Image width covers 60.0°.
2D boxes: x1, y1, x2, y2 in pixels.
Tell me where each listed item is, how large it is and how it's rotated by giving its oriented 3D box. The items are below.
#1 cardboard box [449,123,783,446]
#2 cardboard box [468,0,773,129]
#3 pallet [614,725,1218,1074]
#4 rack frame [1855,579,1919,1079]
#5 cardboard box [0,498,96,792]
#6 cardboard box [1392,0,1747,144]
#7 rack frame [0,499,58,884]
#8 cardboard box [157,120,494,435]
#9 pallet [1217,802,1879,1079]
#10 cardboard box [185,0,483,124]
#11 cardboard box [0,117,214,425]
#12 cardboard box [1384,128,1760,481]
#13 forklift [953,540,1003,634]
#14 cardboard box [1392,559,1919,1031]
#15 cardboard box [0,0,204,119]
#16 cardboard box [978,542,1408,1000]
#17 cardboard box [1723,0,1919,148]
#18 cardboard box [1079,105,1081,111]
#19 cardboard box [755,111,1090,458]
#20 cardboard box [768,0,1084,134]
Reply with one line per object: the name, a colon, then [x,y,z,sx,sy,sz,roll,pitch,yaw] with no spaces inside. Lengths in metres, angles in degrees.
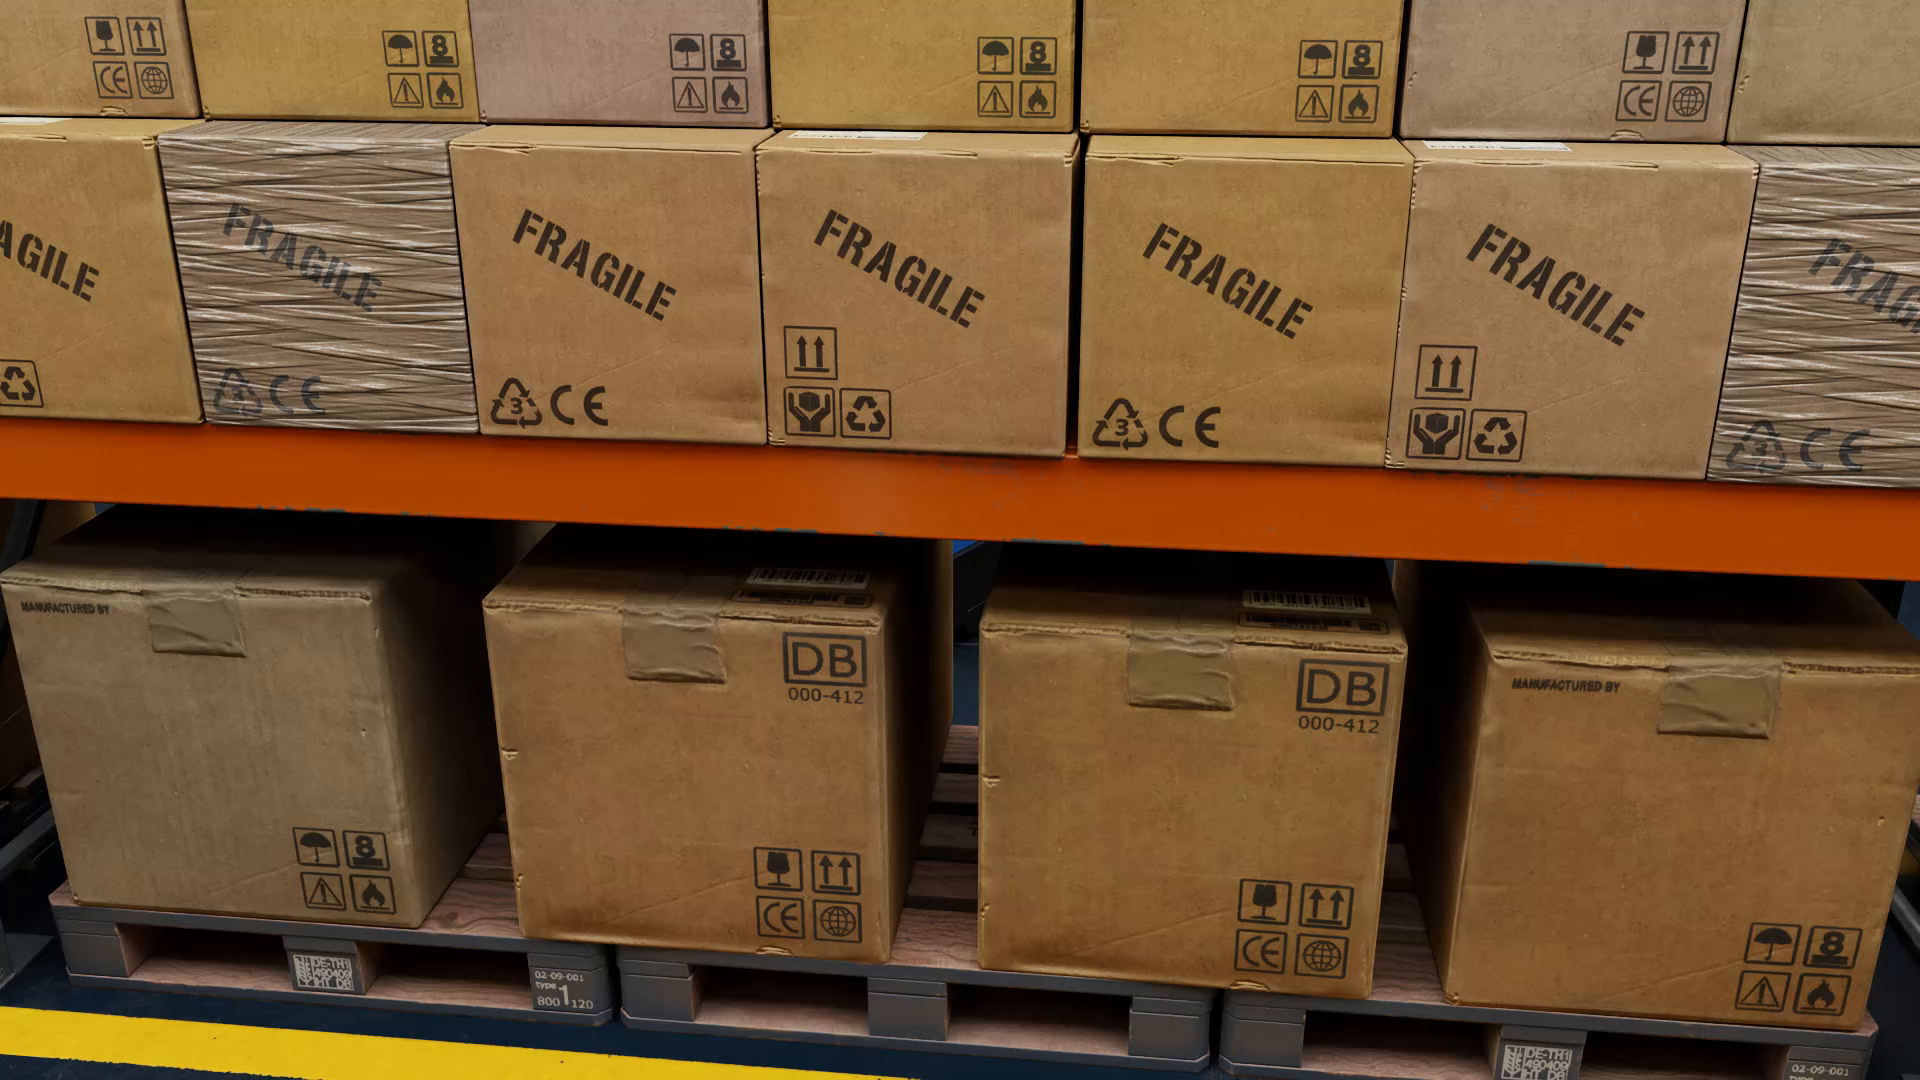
cardboard box: [-0.547,-0.489,2.962,0.500,0.500,0.500,2,22,6]
cardboard box: [-0.528,-1.057,3.037,0.500,0.500,0.700,3,22,7]
pallet: [-0.045,0.746,3.765,1.213,0.211,1.003,2,22,6]
rack frame: [1.937,-0.435,2.961,0.127,3.000,1.000,2,22,6]
cardboard box: [-2.651,0.132,3.845,0.875,0.875,0.875,3,22,7]
cardboard box: [0.990,-0.991,2.871,0.500,0.500,0.700,2,22,6]
rack frame: [-2.035,-0.609,3.401,0.053,2.616,0.949,2,22,6]
cardboard box: [-1.043,-0.512,3.019,0.500,0.500,0.500,3,22,7]
pallet: [1.163,0.800,3.629,1.213,0.211,1.003,2,22,6]
cardboard box: [-1.030,-1.079,3.093,0.500,0.500,0.700,2,22,5]
cardboard box: [-1.544,-0.534,3.074,0.500,0.500,0.500,3,22,7]
cardboard box: [0.963,-0.425,2.799,0.500,0.500,0.500,2,22,6]
forklift: [2.070,-2.567,8.445,1.550,2.935,9.518,15,26,33]
cardboard box: [-0.886,-0.771,5.633,5.693,1.239,5.455,2,22,6]
cardboard box: [-1.541,-1.100,3.147,0.500,0.500,0.700,2,22,5]
cardboard box: [0.475,0.320,3.539,0.750,0.750,1.050,3,22,7]
cardboard box: [1.493,-0.970,2.817,0.500,0.500,0.700,2,22,6]
cardboard box: [0.023,-0.665,3.406,0.500,0.500,0.500,2,22,6]
cardboard box: [-0.043,-0.467,2.906,0.500,0.500,0.500,3,22,7]
cardboard box: [-0.027,-1.034,2.981,0.500,0.500,0.700,2,22,6]
